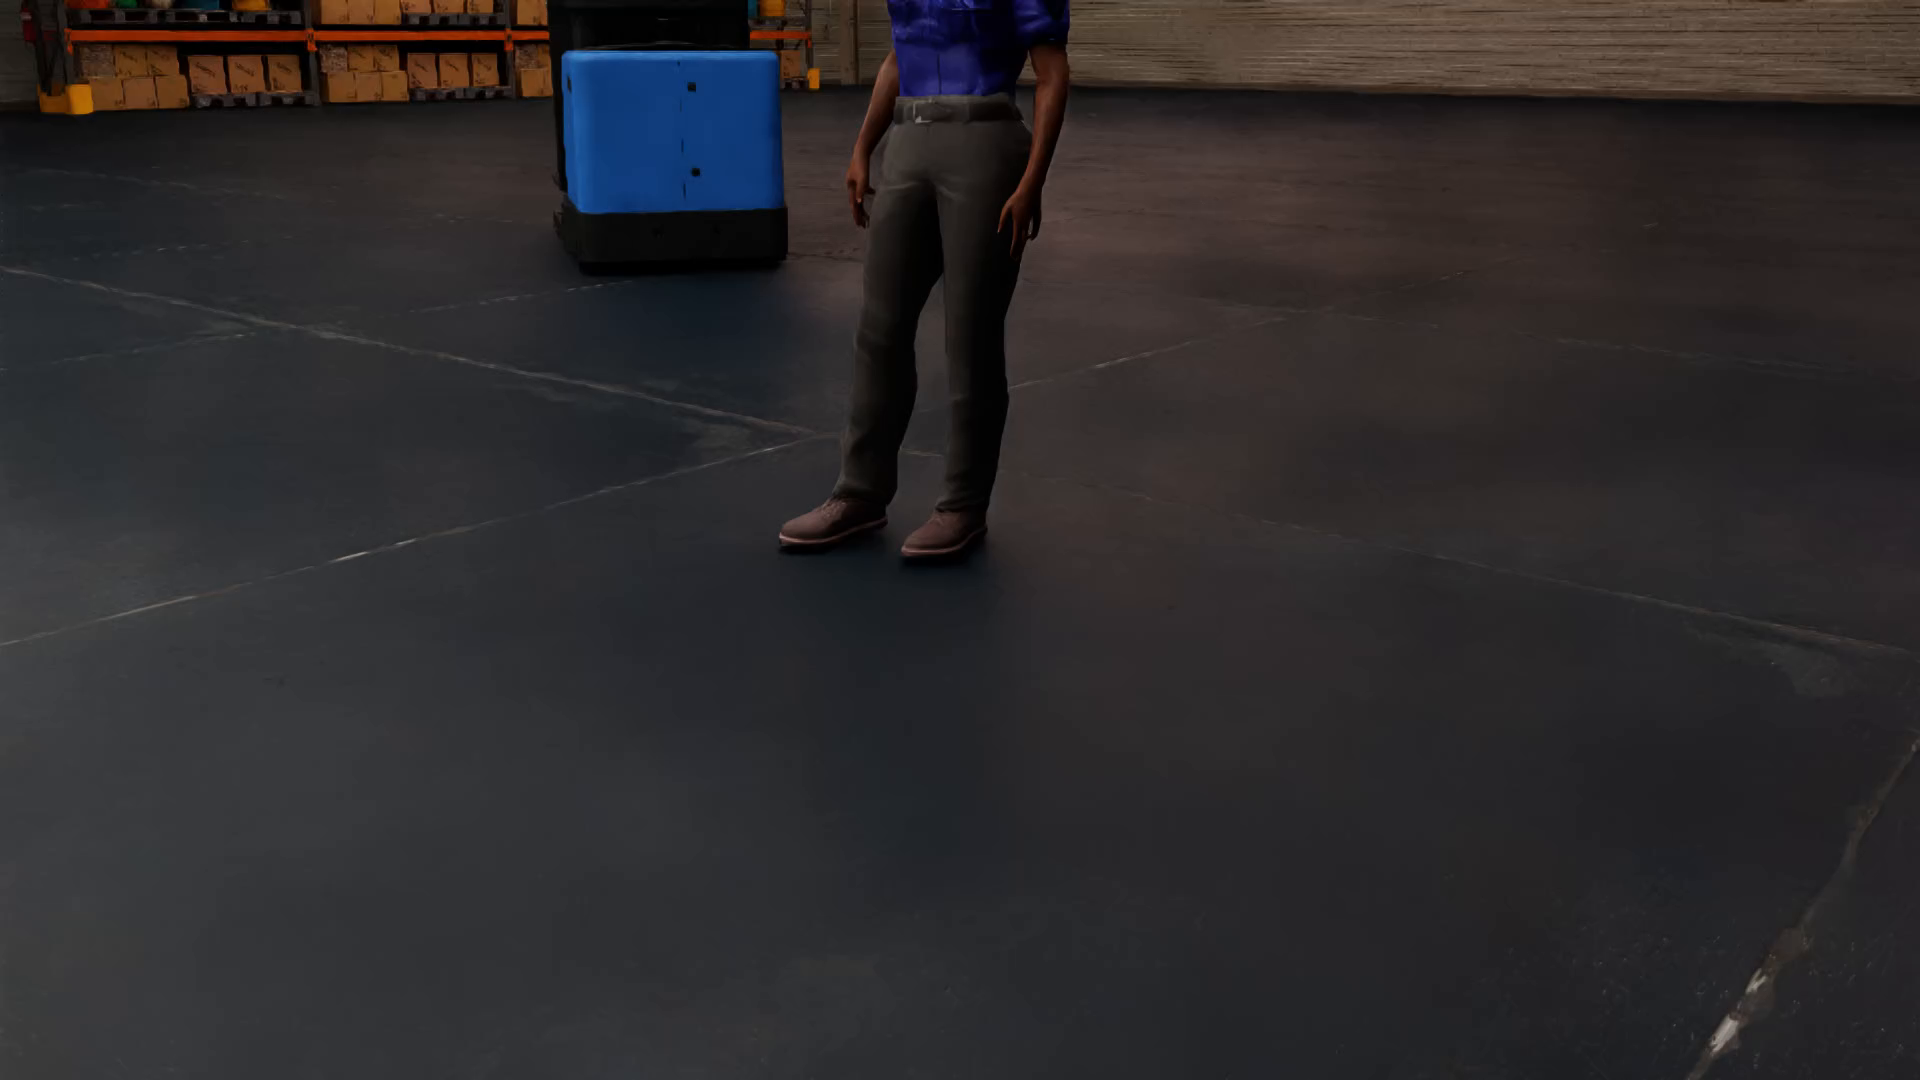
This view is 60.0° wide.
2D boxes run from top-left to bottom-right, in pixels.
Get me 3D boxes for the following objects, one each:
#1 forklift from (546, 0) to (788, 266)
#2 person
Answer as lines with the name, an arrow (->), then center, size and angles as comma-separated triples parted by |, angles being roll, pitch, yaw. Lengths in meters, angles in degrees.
forklift -> -1.781, -3.163, 9.314 | 1.130, 2.935, 3.031 | -5, 18, -15
person -> -0.071, -0.783, 3.647 | 0.570, 1.654, 0.503 | 13, 21, 37
